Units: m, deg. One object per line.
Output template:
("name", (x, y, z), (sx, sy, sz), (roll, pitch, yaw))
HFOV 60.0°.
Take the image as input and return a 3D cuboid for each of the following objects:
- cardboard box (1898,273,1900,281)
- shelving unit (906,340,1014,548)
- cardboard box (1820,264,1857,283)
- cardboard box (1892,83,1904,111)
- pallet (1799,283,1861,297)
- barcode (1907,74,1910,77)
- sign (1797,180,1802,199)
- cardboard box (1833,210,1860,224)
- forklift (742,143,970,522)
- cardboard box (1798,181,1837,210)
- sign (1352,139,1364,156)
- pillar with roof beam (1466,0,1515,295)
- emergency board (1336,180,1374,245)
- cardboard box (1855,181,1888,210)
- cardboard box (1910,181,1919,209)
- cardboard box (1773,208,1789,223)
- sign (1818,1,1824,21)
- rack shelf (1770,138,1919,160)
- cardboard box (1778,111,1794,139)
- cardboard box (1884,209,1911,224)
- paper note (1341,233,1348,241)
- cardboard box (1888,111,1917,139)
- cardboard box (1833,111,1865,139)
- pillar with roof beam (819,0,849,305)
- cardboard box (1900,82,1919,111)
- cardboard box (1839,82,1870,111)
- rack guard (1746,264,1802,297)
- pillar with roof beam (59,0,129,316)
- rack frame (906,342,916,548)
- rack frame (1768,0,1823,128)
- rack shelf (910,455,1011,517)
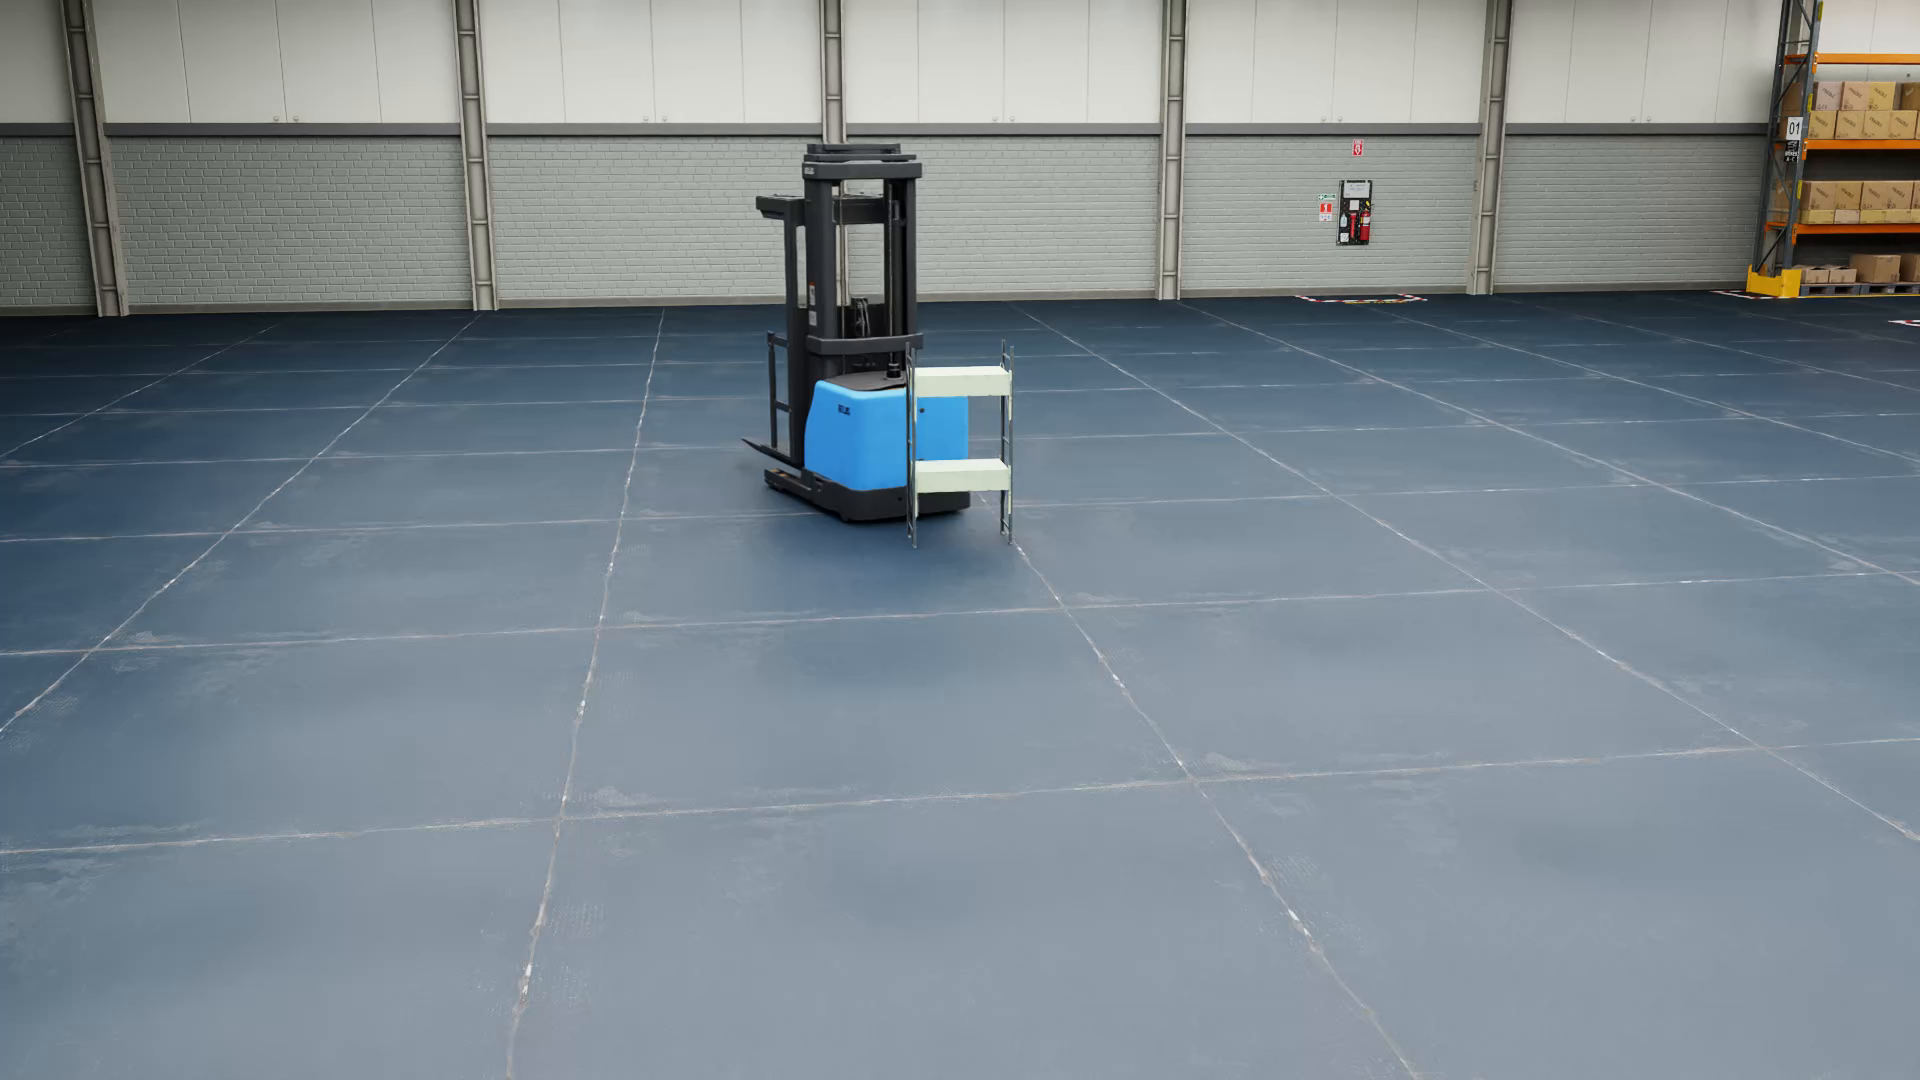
("cardboard box", (17.436, -4.961, 31.293), (0.250, 0.149, 0.380), (-3, 14, -13))
("shelving unit", (-0.007, -0.727, 12.538), (0.755, 1.500, 0.431), (-2, 14, -8))
("cardboard box", (16.326, -4.972, 31.003), (0.500, 0.311, 0.500), (-1, 14, -4))
("cardboard box", (16.980, -8.166, 30.650), (0.500, 0.500, 0.500), (-2, 14, -8))
("pallet", (15.949, -4.710, 31.067), (1.213, 0.211, 1.003), (-2, 14, -8))
("barcode", (17.582, -8.613, 30.827), (0.075, 0.075, 0.001), (-2, 14, -8))
("sign", (15.146, -6.328, 30.008), (0.005, 0.325, 0.100), (-2, 14, -8))
("cardboard box", (16.106, -5.939, 30.504), (0.500, 0.250, 0.500), (-3, 14, -10))
("forklift", (-1.052, -1.879, 14.190), (1.130, 2.935, 3.031), (-7, 16, -27))
("cardboard box", (15.582, -6.284, 30.339), (0.500, 0.500, 0.500), (-2, 14, -8))
("sign", (7.223, -7.122, 30.189), (0.199, 0.298, 0.001), (-2, 14, -8))
("pillar with roof beam", (10.337, -7.929, 25.838), (0.400, 9.000, 9.100), (-2, 14, -8))
("emergency board", (7.246, -5.974, 30.377), (0.643, 1.169, 0.194), (-2, 14, -8))
("cardboard box", (16.584, -6.317, 30.469), (0.500, 0.500, 0.500), (-3, 14, -10))
("cardboard box", (17.607, -6.357, 30.631), (0.500, 0.500, 0.500), (-3, 14, -10))
("cardboard box", (15.498, -6.039, 30.903), (0.500, 0.250, 0.500), (-2, 14, -7))
("sign", (15.146, -9.309, 29.260), (0.005, 0.325, 0.100), (-2, 14, -8))
("rack shelf", (17.043, -7.217, 30.645), (4.000, 0.370, 1.077), (-2, 14, -8))
("cardboard box", (15.440, -7.628, 30.557), (0.500, 0.500, 0.500), (-1, 14, -4))
("cardboard box", (17.111, -5.974, 30.643), (0.500, 0.250, 0.500), (-2, 14, -8))
("paper note", (7.061, -5.557, 30.525), (0.142, 0.148, 0.016), (-2, 14, -8))
("cardboard box", (17.009, -7.559, 30.283), (0.500, 0.500, 0.500), (-1, 14, -5))
("cardboard box", (15.969, -7.514, 30.106), (0.500, 0.500, 0.500), (-1, 14, -5))
("pillar with roof beam", (-1.529, -7.494, 24.104), (0.400, 9.000, 9.100), (-2, 14, -8))
("cardboard box", (17.510, -8.054, 30.203), (0.500, 0.500, 0.500), (-3, 14, -10))
("cardboard box", (15.986, -7.998, 29.979), (0.500, 0.500, 0.500), (-2, 14, -9))
("rack guard", (15.140, -4.829, 30.949), (0.348, 0.500, 1.175), (-2, 14, -8))
("pillar with roof beam", (-13.395, -7.059, 22.370), (0.400, 9.000, 9.100), (-2, 14, -8))
("rack frame", (-0.369, -0.714, 12.486), (0.023, 1.500, 0.400), (-2, 14, -8))
("rack frame", (15.065, -8.948, 29.904), (0.127, 3.000, 1.000), (-2, 14, -8))
("rack shelf", (-0.007, -0.411, 12.618), (0.720, 0.370, 0.431), (-2, 14, -8))
